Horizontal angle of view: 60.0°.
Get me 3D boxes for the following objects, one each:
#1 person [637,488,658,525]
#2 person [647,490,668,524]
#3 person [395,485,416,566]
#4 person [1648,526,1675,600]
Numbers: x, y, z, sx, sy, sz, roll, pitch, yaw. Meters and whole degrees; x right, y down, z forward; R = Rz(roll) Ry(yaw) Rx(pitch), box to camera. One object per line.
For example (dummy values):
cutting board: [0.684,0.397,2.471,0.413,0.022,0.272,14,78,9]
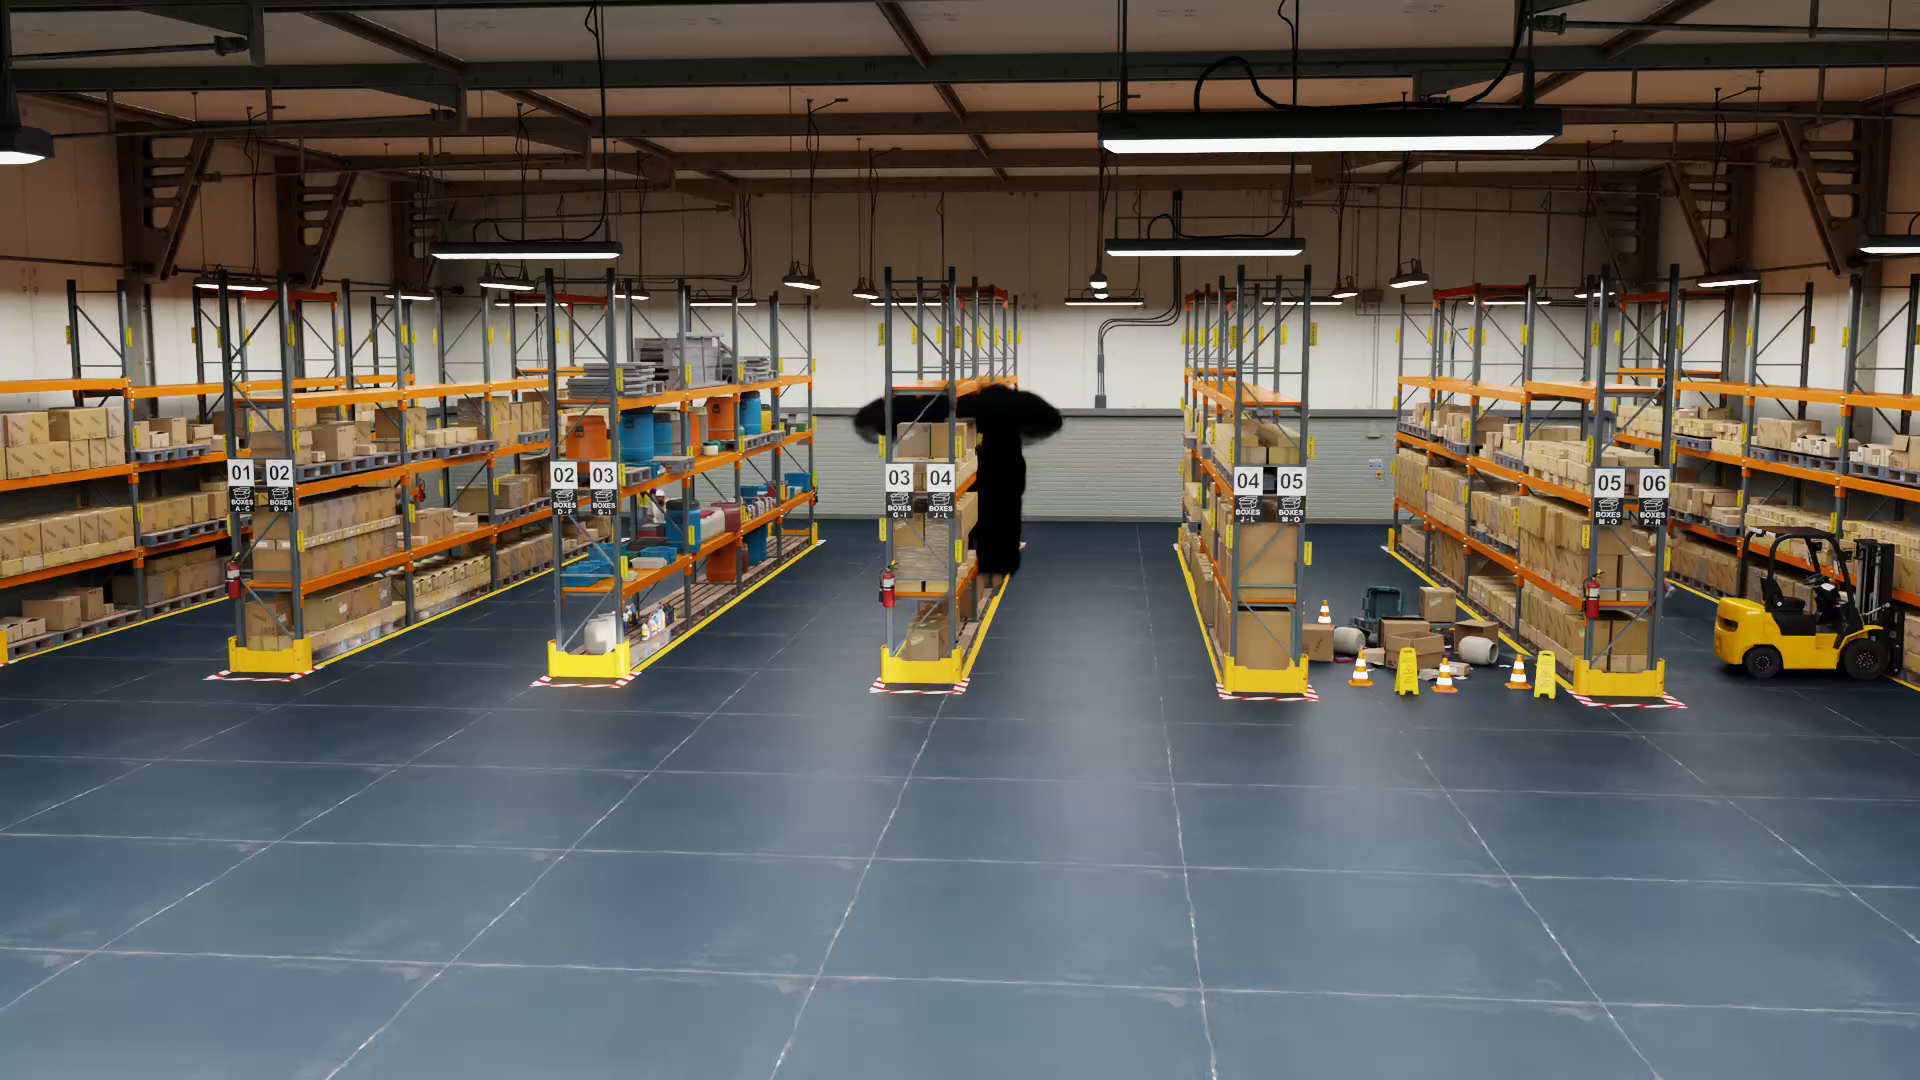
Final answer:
person: [-7.886,-0.825,41.697,0.718,1.561,0.979,-1,7,-7]
person: [-6.553,-0.287,36.787,0.714,1.669,0.816,0,7,-4]
person: [-12.452,-0.346,36.962,0.609,1.776,0.869,0,7,3]
person: [13.073,0.433,31.092,0.588,1.632,0.752,-2,7,-13]
